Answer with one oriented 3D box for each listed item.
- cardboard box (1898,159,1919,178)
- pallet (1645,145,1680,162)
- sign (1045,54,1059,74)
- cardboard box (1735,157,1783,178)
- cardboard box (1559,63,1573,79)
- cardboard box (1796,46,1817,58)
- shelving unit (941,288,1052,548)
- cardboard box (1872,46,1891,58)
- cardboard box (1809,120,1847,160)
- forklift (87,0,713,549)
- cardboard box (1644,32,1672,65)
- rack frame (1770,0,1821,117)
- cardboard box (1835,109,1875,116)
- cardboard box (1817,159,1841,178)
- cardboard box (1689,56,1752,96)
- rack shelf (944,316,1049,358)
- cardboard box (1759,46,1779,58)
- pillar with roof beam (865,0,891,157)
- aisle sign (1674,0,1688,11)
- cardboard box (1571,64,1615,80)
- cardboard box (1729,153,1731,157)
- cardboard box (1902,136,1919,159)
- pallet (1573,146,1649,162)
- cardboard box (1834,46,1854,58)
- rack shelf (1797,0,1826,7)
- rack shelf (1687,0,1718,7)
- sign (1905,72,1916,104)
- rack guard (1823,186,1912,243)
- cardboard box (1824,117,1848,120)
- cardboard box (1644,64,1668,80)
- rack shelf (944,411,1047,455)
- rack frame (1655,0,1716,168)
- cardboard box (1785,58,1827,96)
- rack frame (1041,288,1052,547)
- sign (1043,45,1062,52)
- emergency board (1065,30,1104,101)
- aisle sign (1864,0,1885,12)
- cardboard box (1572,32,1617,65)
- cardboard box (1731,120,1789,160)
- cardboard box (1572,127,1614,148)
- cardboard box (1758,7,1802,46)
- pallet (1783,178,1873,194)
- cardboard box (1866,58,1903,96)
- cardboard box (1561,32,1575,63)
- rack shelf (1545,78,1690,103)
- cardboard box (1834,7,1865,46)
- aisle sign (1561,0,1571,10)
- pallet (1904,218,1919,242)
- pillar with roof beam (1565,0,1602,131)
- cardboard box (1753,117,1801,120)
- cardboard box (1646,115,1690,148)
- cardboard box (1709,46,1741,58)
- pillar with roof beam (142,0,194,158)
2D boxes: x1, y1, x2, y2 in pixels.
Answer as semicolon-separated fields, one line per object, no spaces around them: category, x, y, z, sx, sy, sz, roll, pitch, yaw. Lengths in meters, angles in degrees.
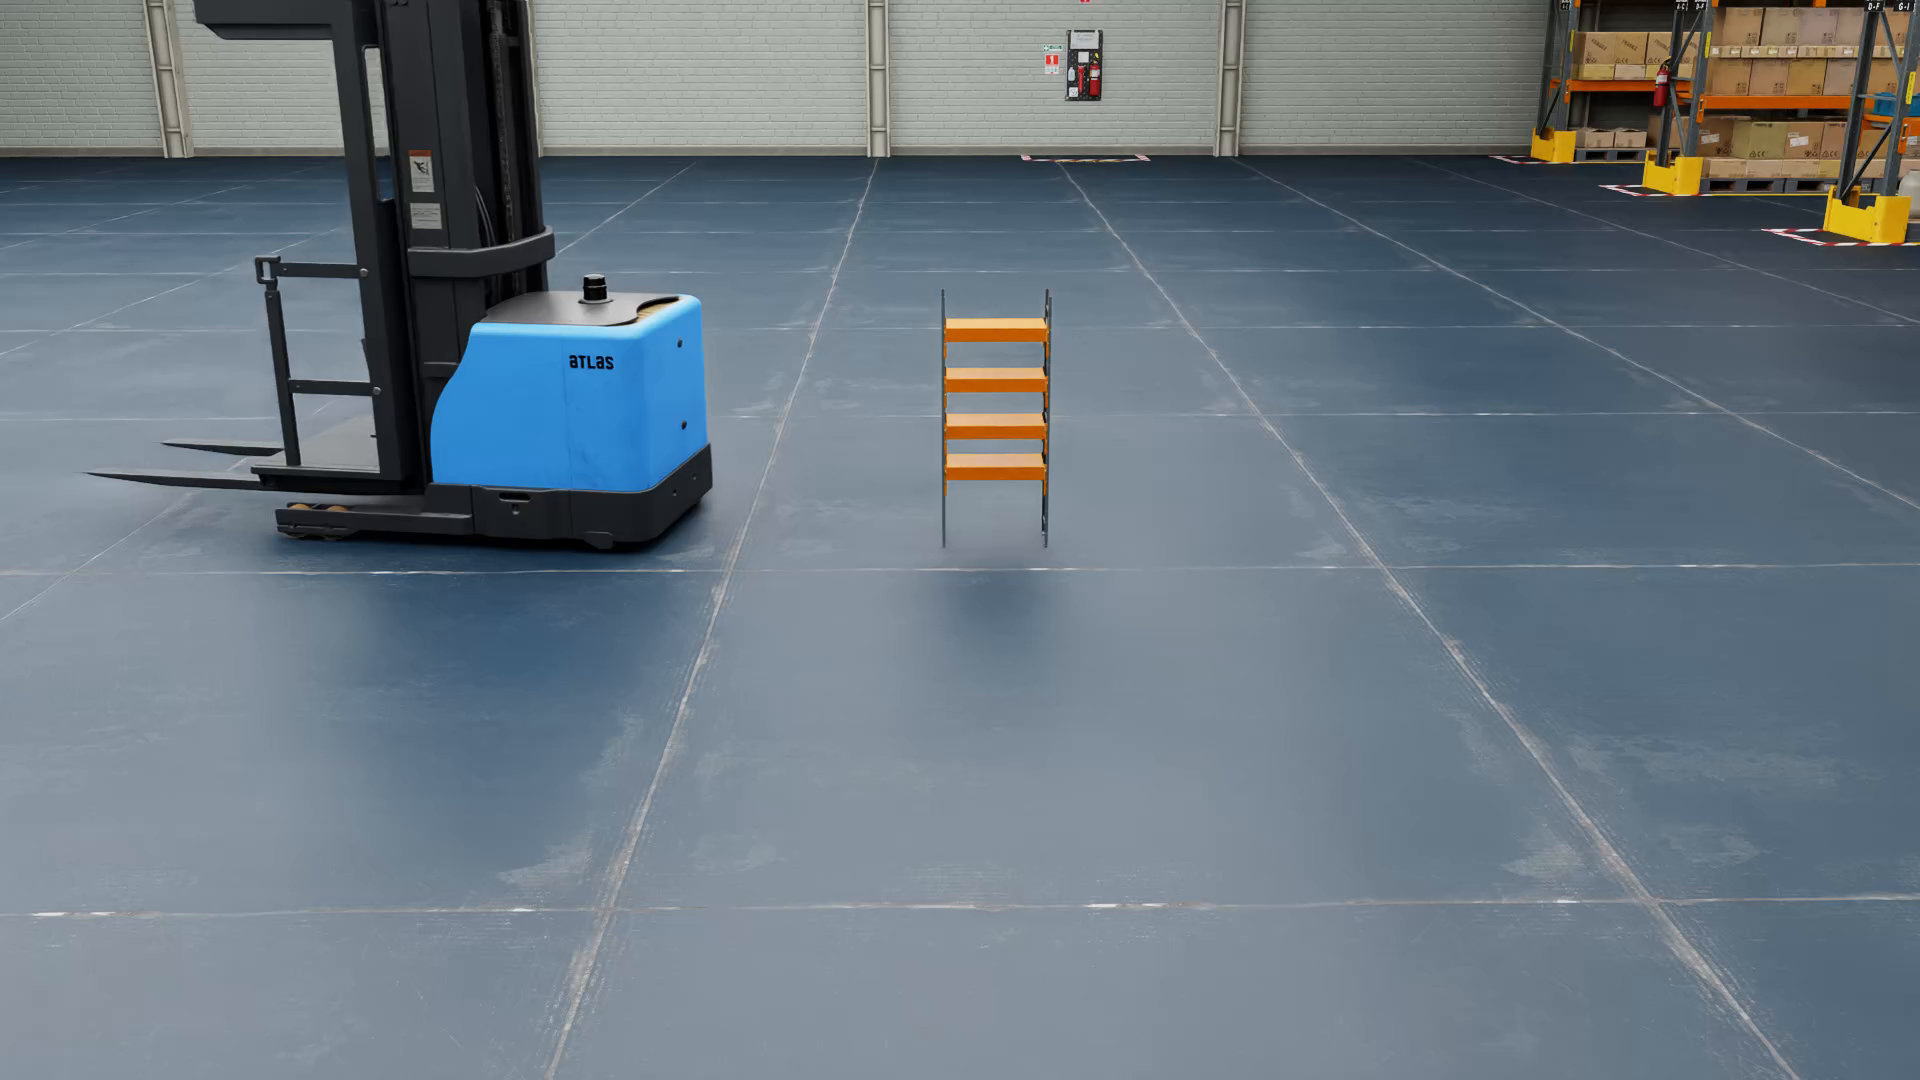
cardboard box;13.035;-5.183;23.108;0.500;0.250;0.500;0;18;-1
pallet;12.019;-6.525;28.043;1.213;0.211;1.003;0;18;-1
sign;1.575;-8.139;28.449;0.234;0.329;0.001;0;18;-1
cardboard box;11.035;-5.170;23.069;0.500;0.250;0.500;0;18;-1
cardboard box;10.378;-7.854;27.833;0.500;0.250;0.500;0;18;0
cardboard box;11.424;-6.640;22.609;0.250;0.149;0.380;-1;18;-3
shelving unit;0.166;-0.572;7.867;0.503;1.200;0.258;0;18;-1
cardboard box;12.457;-6.645;22.626;0.250;0.149;0.380;0;18;1
cardboard box;12.035;-5.530;22.963;0.500;0.500;0.500;0;18;-1
forklift;-2.855;-1.547;8.070;3.031;2.935;1.130;3;18;9
cardboard box;11.407;-8.060;27.248;0.500;0.500;0.500;-1;18;-3
rack frame;13.913;-7.874;27.682;0.127;3.000;1.000;0;18;-1
cardboard box;15.089;-7.262;27.919;0.500;0.250;0.500;-1;18;-2
cardboard box;12.035;-5.174;23.079;0.500;0.250;0.500;0;18;-1
cardboard box;10.463;-6.388;22.885;0.500;0.500;0.700;0;18;-1
rack shelf;0.166;-0.946;7.747;0.480;0.148;0.258;0;18;-1
cardboard box;10.905;-6.637;22.601;0.250;0.149;0.380;0;18;-1
pillar with roof beam;-1.331;-9.606;23.260;0.400;9.000;9.100;0;18;-1
aisle sign;9.925;-7.669;22.787;0.004;0.787;0.394;0;18;-1
cardboard box;10.407;-7.698;27.347;0.500;0.250;0.500;-1;18;-2
cardboard box;11.027;-5.331;23.570;0.500;0.250;0.500;0;18;-1
cardboard box;13.035;-5.541;22.996;0.500;0.500;0.500;0;18;-1
pallet;10.803;-6.520;28.028;1.213;0.211;1.003;0;18;-1
cardboard box;11.928;-6.641;22.614;0.250;0.149;0.380;0;18;0
rack shelf;15.913;-8.969;27.364;4.000;0.370;1.077;0;18;-1
rack shelf;11.995;-7.437;22.587;4.000;0.370;1.077;0;18;-1
sign;10.074;-4.792;17.623;0.005;0.325;0.100;0;18;-1
rack guard;10.145;-3.653;18.617;0.348;0.500;1.175;0;18;-1
cardboard box;12.527;-5.697;23.483;0.500;0.500;0.500;0;18;-1
cardboard box;11.435;-7.705;27.370;0.500;0.250;0.500;-1;18;-2
rack shelf;0.166;-0.508;7.887;0.480;0.148;0.258;0;18;-1
rack frame;9.996;-6.342;22.906;0.127;3.000;1.000;0;18;-1
cardboard box;11.484;-6.392;22.900;0.500;0.500;0.700;0;18;0
rack frame;0.409;-0.573;7.870;0.015;1.200;0.240;0;18;-1
sign;1.579;-8.388;28.360;0.331;0.109;0.001;0;18;-1
emergency board;2.129;-8.093;28.365;0.643;1.169;0.194;0;18;-1
aisle sign;9.993;-6.157;18.074;0.004;0.787;0.394;0;18;-1
cardboard box;10.396;-8.060;27.248;0.500;0.500;0.500;0;18;-1
cardboard box;11.035;-5.527;22.953;0.500;0.500;0.500;0;18;-1
cardboard box;10.607;-6.760;27.890;0.500;0.311;0.500;-2;18;-7
cardboard box;11.041;-7.010;22.701;0.500;0.500;0.700;-1;18;-2
pallet;11.976;-5.035;23.398;1.213;0.211;1.003;0;18;-1
cardboard box;12.523;-6.399;22.920;0.500;0.500;0.700;0;18;0
cardboard box;10.382;-8.217;27.737;0.500;0.500;0.500;0;18;-1
rack shelf;11.913;-7.522;27.762;4.000;0.370;1.077;0;18;-1
cardboard box;12.046;-7.015;22.717;0.500;0.500;0.700;0;18;-1
aisle sign;9.847;-9.000;26.938;0.004;0.787;0.394;0;18;-1
pallet;10.958;-3.518;18.669;1.213;0.211;1.003;0;18;-1
pillar with roof beam;10.668;-9.664;23.441;0.400;9.000;9.100;0;18;-1
cardboard box;11.527;-5.692;23.467;0.500;0.500;0.500;0;18;-1
cardboard box;11.911;-6.841;27.833;0.500;0.500;0.700;-1;18;-4
cardboard box;10.391;-6.634;22.592;0.250;0.149;0.380;0;18;-1
pillar with roof beam;-13.329;-9.548;23.080;0.400;9.000;9.100;0;18;-1
